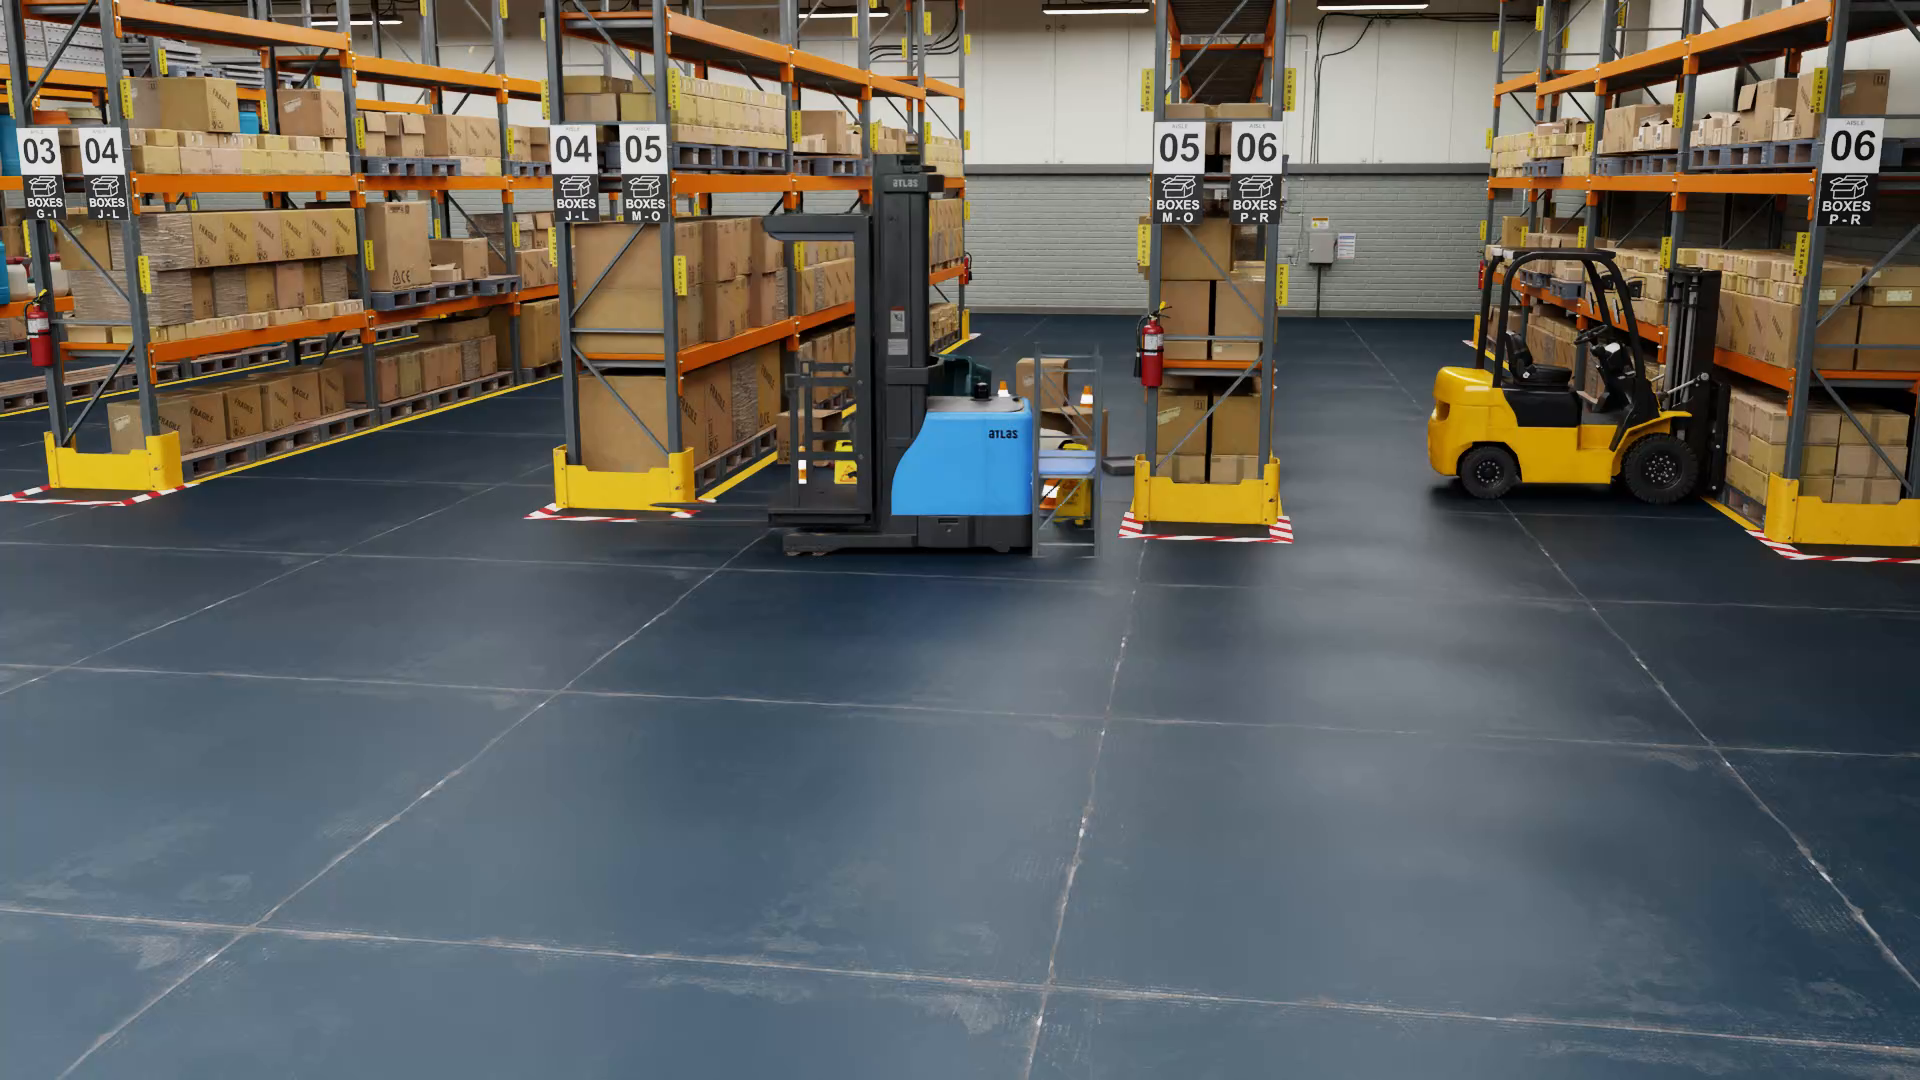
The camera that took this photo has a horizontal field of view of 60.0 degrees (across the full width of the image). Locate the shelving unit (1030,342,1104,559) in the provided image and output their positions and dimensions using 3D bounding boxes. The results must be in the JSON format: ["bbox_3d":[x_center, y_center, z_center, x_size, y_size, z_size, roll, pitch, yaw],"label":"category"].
[{"bbox_3d":[0.815,-0.708,12.720,0.538,1.500,1.048,1,12,3],"label":"shelving unit"}]

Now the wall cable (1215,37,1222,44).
[{"bbox_3d":[5.082,-9.083,33.782,0.463,3.000,0.029,2,12,9],"label":"wall cable"}]

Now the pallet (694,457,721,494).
[{"bbox_3d":[-2.836,-0.572,15.147,1.003,0.211,1.213,2,12,9],"label":"pallet"}]

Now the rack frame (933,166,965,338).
[{"bbox_3d":[-0.421,-5.097,29.524,1.000,3.000,0.127,2,12,9],"label":"rack frame"}]

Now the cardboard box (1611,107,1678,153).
[{"bbox_3d":[7.829,-4.650,18.860,0.700,0.500,0.500,2,12,8],"label":"cardboard box"}]

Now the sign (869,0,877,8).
[{"bbox_3d":[-1.103,-6.881,20.969,0.100,0.325,0.005,2,12,9],"label":"sign"}]

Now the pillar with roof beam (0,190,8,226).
[{"bbox_3d":[-16.176,-9.143,34.060,9.100,9.000,0.548,2,12,9],"label":"pillar with roof beam"}]

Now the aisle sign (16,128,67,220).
[{"bbox_3d":[-8.073,-3.216,14.624,0.394,0.787,0.004,2,12,9],"label":"aisle sign"}]

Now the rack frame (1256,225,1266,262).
[{"bbox_3d":[2.640,-2.460,17.286,1.000,3.000,0.127,2,12,9],"label":"rack frame"}]

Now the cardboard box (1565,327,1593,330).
[{"bbox_3d":[8.167,-2.708,21.837,0.380,0.149,0.250,2,12,10],"label":"cardboard box"}]

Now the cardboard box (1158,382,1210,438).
[{"bbox_3d":[1.967,-1.139,14.906,0.500,0.500,0.500,2,12,11],"label":"cardboard box"}]

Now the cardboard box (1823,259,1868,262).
[{"bbox_3d":[7.361,-2.257,13.862,0.380,0.149,0.250,2,12,10],"label":"cardboard box"}]

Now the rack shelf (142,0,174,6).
[{"bbox_3d":[-15.402,-9.390,29.022,1.077,0.370,4.000,2,12,9],"label":"rack shelf"}]

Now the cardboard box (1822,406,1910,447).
[{"bbox_3d":[7.191,-0.911,13.256,0.500,0.250,0.500,2,12,8],"label":"cardboard box"}]

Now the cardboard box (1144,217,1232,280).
[{"bbox_3d":[1.887,-2.423,13.801,0.700,0.500,0.500,2,12,7],"label":"cardboard box"}]

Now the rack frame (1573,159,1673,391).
[{"bbox_3d":[8.160,-3.132,20.407,1.000,3.000,0.127,2,12,9],"label":"rack frame"}]

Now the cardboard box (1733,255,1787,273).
[{"bbox_3d":[7.062,-2.431,14.670,0.380,0.149,0.250,2,12,9],"label":"cardboard box"}]

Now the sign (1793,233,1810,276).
[{"bbox_3d":[6.396,-2.169,12.628,0.100,0.325,0.005,2,12,9],"label":"sign"}]

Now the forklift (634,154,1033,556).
[{"bbox_3d":[-0.952,-1.426,12.655,3.031,2.935,1.130,0,12,1],"label":"forklift"}]

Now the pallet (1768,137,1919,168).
[{"bbox_3d":[7.064,-3.036,13.052,1.003,0.211,1.213,2,12,9],"label":"pallet"}]

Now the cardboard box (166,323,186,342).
[{"bbox_3d":[-7.431,-1.928,15.417,0.380,0.149,0.250,2,12,9],"label":"cardboard box"}]

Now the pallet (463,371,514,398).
[{"bbox_3d":[-6.659,-2.088,22.179,1.003,0.211,1.213,2,12,9],"label":"pallet"}]

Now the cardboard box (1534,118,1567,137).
[{"bbox_3d":[8.384,-5.859,23.613,0.396,0.266,0.258,2,12,8],"label":"cardboard box"}]

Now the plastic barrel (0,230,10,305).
[{"bbox_3d":[-11.688,-3.257,19.795,0.600,0.901,0.708,2,12,9],"label":"plastic barrel"}]

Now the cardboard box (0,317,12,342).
[{"bbox_3d":[-15.664,-3.442,26.733,0.500,0.500,0.500,2,12,9],"label":"cardboard box"}]

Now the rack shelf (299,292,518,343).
[{"bbox_3d":[-6.845,-2.845,20.784,1.077,0.370,4.000,2,12,9],"label":"rack shelf"}]

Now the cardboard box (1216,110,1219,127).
[{"bbox_3d":[2.084,-3.702,14.634,0.380,0.149,0.250,2,12,7],"label":"cardboard box"}]

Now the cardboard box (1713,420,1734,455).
[{"bbox_3d":[6.842,-0.896,14.374,0.500,0.250,0.500,2,12,7],"label":"cardboard box"}]

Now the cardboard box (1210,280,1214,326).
[{"bbox_3d":[2.094,-2.256,15.399,0.500,0.500,0.500,2,12,9],"label":"cardboard box"}]

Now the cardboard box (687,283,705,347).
[{"bbox_3d":[-2.807,-2.033,14.953,0.875,0.550,0.550,2,12,9],"label":"cardboard box"}]

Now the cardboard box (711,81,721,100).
[{"bbox_3d":[-2.359,-4.024,14.897,0.380,0.149,0.250,2,12,8],"label":"cardboard box"}]

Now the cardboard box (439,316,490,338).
[{"bbox_3d":[-6.610,-2.833,22.126,0.500,0.250,0.500,2,12,11],"label":"cardboard box"}]

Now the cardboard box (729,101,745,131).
[{"bbox_3d":[-2.322,-3.966,15.573,0.500,0.250,0.500,2,12,8],"label":"cardboard box"}]

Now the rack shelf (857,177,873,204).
[{"bbox_3d":[-1.344,-4.963,23.488,1.077,0.370,4.000,2,12,9],"label":"rack shelf"}]

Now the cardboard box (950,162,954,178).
[{"bbox_3d":[-0.391,-6.177,27.773,0.500,0.250,0.500,2,12,11],"label":"cardboard box"}]

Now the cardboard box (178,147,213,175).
[{"bbox_3d":[-7.365,-3.540,15.538,0.500,0.250,0.500,2,12,7],"label":"cardboard box"}]

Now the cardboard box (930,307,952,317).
[{"bbox_3d":[-0.351,-3.863,28.156,0.380,0.149,0.250,2,12,11],"label":"cardboard box"}]

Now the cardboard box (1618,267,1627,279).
[{"bbox_3d":[7.620,-2.899,18.495,0.500,0.250,0.500,2,12,9],"label":"cardboard box"}]

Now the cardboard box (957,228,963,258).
[{"bbox_3d":[-0.236,-5.189,29.009,0.500,0.500,0.500,2,12,10],"label":"cardboard box"}]

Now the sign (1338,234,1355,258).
[{"bbox_3d":[7.903,-6.014,34.006,0.329,0.494,0.001,2,12,9],"label":"sign"}]

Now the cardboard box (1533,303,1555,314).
[{"bbox_3d":[8.517,-3.343,24.075,0.380,0.149,0.250,2,12,8],"label":"cardboard box"}]

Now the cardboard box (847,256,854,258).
[{"bbox_3d":[-1.456,-3.378,21.310,0.500,0.500,0.500,2,12,9],"label":"cardboard box"}]

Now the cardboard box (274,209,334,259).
[{"bbox_3d":[-7.025,-3.257,17.670,0.500,0.500,0.500,2,12,9],"label":"cardboard box"}]

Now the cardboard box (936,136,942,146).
[{"bbox_3d":[-0.503,-6.421,26.772,0.380,0.149,0.250,3,12,11],"label":"cardboard box"}]

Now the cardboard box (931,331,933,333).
[{"bbox_3d":[-0.646,-3.305,26.977,0.380,0.149,0.250,2,12,7],"label":"cardboard box"}]

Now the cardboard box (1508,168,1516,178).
[{"bbox_3d":[8.746,-5.714,25.864,0.380,0.149,0.250,2,12,10],"label":"cardboard box"}]

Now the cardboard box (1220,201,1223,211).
[{"bbox_3d":[4.196,-5.145,25.598,0.380,0.149,0.250,2,12,8],"label":"cardboard box"}]

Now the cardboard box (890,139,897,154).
[{"bbox_3d":[-1.159,-5.266,22.949,0.500,0.500,0.500,2,12,9],"label":"cardboard box"}]

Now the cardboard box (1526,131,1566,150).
[{"bbox_3d":[8.615,-5.861,24.410,0.500,0.250,0.500,2,12,9],"label":"cardboard box"}]

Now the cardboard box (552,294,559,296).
[{"bbox_3d":[-6.137,-3.293,25.199,1.225,0.875,0.875,1,12,7],"label":"cardboard box"}]

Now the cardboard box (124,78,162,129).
[{"bbox_3d":[-7.779,-4.184,16.037,0.500,0.500,0.500,2,12,9],"label":"cardboard box"}]

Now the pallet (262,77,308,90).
[{"bbox_3d":[-10.913,-7.078,25.874,1.003,0.211,1.213,2,12,9],"label":"pallet"}]

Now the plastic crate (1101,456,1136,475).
[{"bbox_3d":[1.588,-0.732,16.200,0.402,0.080,0.583,-2,12,-11],"label":"plastic crate"}]

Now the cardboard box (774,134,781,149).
[{"bbox_3d":[-2.045,-4.058,16.945,0.380,0.149,0.250,2,12,10],"label":"cardboard box"}]
